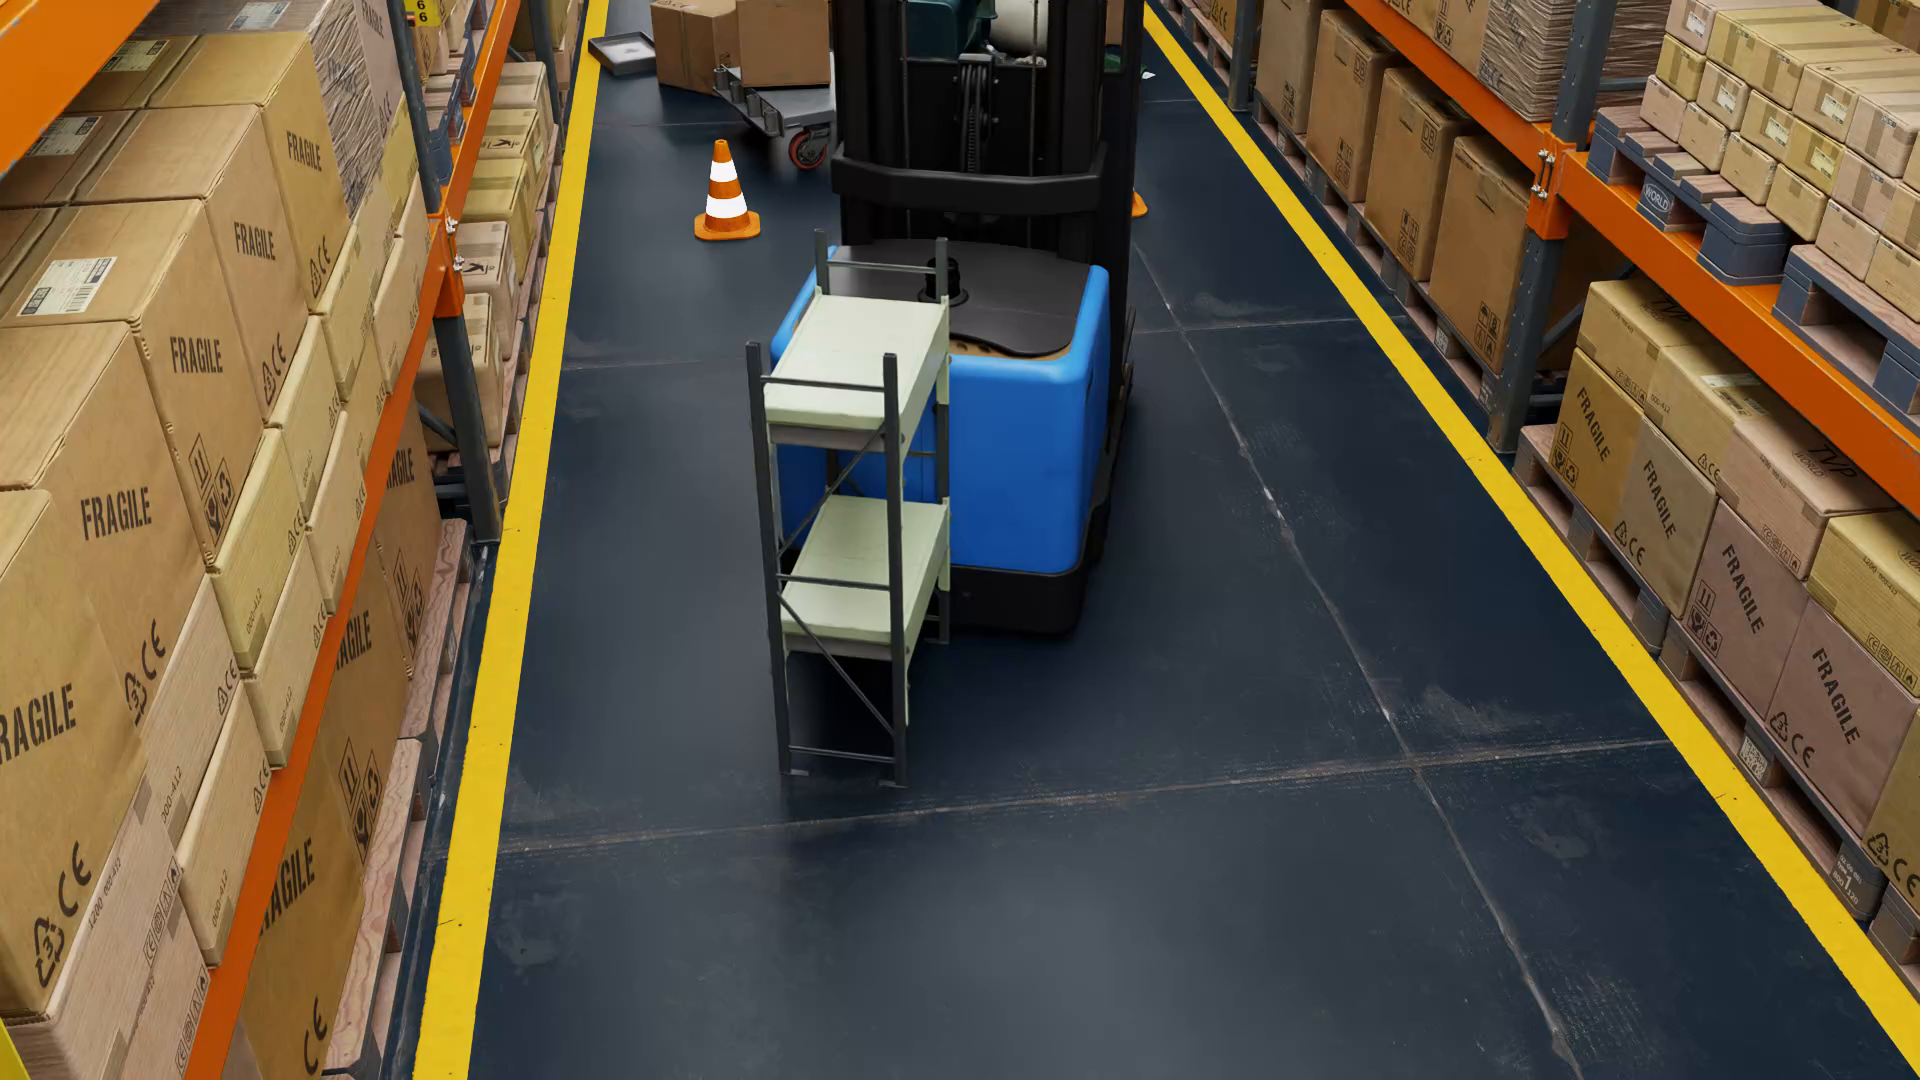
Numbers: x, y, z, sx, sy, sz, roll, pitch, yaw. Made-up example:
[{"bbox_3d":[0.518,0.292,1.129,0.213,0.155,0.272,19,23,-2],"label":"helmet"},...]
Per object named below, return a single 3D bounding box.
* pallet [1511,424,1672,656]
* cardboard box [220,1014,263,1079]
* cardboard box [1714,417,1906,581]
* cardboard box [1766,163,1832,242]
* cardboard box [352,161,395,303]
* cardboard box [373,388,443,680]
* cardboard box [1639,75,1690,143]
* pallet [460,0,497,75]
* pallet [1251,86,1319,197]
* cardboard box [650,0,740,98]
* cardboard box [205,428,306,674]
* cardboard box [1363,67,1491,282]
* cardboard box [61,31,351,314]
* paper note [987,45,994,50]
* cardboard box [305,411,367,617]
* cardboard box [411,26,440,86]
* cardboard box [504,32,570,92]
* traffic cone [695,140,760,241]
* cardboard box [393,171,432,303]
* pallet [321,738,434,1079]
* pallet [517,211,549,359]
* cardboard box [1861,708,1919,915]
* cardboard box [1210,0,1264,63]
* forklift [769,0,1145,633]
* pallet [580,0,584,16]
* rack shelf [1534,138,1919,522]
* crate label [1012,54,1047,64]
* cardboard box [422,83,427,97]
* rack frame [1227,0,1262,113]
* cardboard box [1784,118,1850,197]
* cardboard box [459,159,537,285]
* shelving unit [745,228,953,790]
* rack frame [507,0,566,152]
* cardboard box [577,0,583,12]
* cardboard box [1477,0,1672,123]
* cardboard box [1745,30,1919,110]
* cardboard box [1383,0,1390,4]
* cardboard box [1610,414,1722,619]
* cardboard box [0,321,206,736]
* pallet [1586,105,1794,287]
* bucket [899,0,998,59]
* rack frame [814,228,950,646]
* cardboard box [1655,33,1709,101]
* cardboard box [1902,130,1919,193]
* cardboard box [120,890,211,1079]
[{"bbox_3d":[2.771,-0.063,6.155,1.003,0.211,1.213,-4,35,-6],"label":"pallet"},{"bbox_3d":[-1.849,1.376,3.080,0.875,0.875,0.875,-3,34,-5],"label":"cardboard box"},{"bbox_3d":[2.642,-0.139,4.971,0.500,0.250,0.500,-4,34,-6],"label":"cardboard box"},{"bbox_3d":[2.638,-1.006,4.912,0.380,0.149,0.250,-3,34,-4],"label":"cardboard box"},{"bbox_3d":[-1.835,-0.828,4.491,0.500,0.250,0.500,-5,35,-8],"label":"cardboard box"},{"bbox_3d":[-2.214,-0.124,5.282,0.875,0.875,0.875,-5,35,-7],"label":"cardboard box"},{"bbox_3d":[2.527,-1.456,5.573,0.380,0.149,0.250,-5,35,-7],"label":"cardboard box"},{"bbox_3d":[-2.531,-2.243,7.047,1.003,0.211,1.213,-4,35,-6],"label":"pallet"},{"bbox_3d":[2.308,-2.306,9.447,1.003,0.211,1.213,-4,35,-6],"label":"pallet"},{"bbox_3d":[-1.558,-3.121,10.384,0.500,0.500,0.500,20,39,26],"label":"cardboard box"},{"bbox_3d":[-1.605,0.028,3.235,0.500,0.250,0.500,-4,34,-6],"label":"cardboard box"},{"bbox_3d":[2.554,-1.730,7.749,1.050,0.750,0.750,-4,34,-6],"label":"cardboard box"},{"bbox_3d":[-1.758,-0.843,3.846,0.500,0.500,0.500,-4,35,-6],"label":"cardboard box"},{"bbox_3d":[0.133,-3.273,11.032,0.172,0.023,0.155,7,35,10],"label":"paper note"},{"bbox_3d":[-1.666,-0.047,3.789,0.500,0.250,0.500,-5,35,-7],"label":"cardboard box"},{"bbox_3d":[-2.055,-1.827,5.541,0.500,0.500,0.500,-5,35,-8],"label":"cardboard box"},{"bbox_3d":[-2.574,-2.839,9.822,0.500,0.250,0.500,-6,35,-9],"label":"cardboard box"},{"bbox_3d":[-1.208,-1.818,8.507,0.336,0.463,0.334,-4,35,-6],"label":"traffic cone"},{"bbox_3d":[-1.899,-0.896,5.034,0.500,0.250,0.500,-6,35,-8],"label":"cardboard box"},{"bbox_3d":[-2.032,1.057,4.511,1.003,0.211,1.213,-4,35,-6],"label":"pallet"},{"bbox_3d":[-2.489,-1.183,7.799,1.003,0.211,1.213,-4,35,-6],"label":"pallet"},{"bbox_3d":[2.787,0.760,4.318,0.500,0.500,0.500,-5,35,-8],"label":"cardboard box"},{"bbox_3d":[2.114,-3.535,10.288,0.875,0.875,0.875,-4,34,-6],"label":"cardboard box"},{"bbox_3d":[0.137,-1.715,6.165,1.130,2.935,3.031,6,35,8],"label":"forklift"},{"bbox_3d":[-3.216,-4.034,11.982,1.003,0.211,1.213,-4,35,-6],"label":"pallet"},{"bbox_3d":[2.936,-0.238,4.575,1.077,0.370,4.000,-4,35,-6],"label":"rack shelf"},{"bbox_3d":[0.452,-2.953,10.461,0.250,0.136,0.298,27,43,34],"label":"crate label"},{"bbox_3d":[-2.088,-1.646,5.851,0.380,0.149,0.250,-6,35,-9],"label":"cardboard box"},{"bbox_3d":[2.129,-3.884,9.285,1.000,3.000,0.127,-4,35,-6],"label":"rack frame"},{"bbox_3d":[2.645,-1.119,4.814,0.380,0.149,0.250,-4,35,-6],"label":"cardboard box"},{"bbox_3d":[-2.494,-1.459,7.687,0.950,0.372,0.625,-3,34,-5],"label":"cardboard box"},{"bbox_3d":[-0.297,-0.079,5.034,0.431,1.500,0.755,6,35,8],"label":"shelving unit"},{"bbox_3d":[-2.762,-3.452,8.652,1.000,3.000,0.127,-4,35,-6],"label":"rack frame"},{"bbox_3d":[-2.787,-3.710,11.099,0.500,0.250,0.500,-6,35,-8],"label":"cardboard box"},{"bbox_3d":[2.341,-1.924,6.321,0.500,0.500,0.500,-4,35,-6],"label":"cardboard box"},{"bbox_3d":[2.605,-1.408,4.974,0.380,0.149,0.250,-5,35,-7],"label":"cardboard box"},{"bbox_3d":[2.135,-2.767,7.558,0.500,0.500,0.500,-4,34,-6],"label":"cardboard box"},{"bbox_3d":[2.581,-0.098,5.577,0.500,0.500,0.500,-4,34,-6],"label":"cardboard box"},{"bbox_3d":[-1.556,0.008,2.598,0.500,0.500,0.500,-5,35,-7],"label":"cardboard box"},{"bbox_3d":[2.869,-1.183,5.492,1.213,0.211,1.003,-4,35,-6],"label":"pallet"},{"bbox_3d":[-0.174,-3.060,9.634,0.726,0.611,0.620,7,45,10],"label":"bucket"},{"bbox_3d":[-0.234,-0.282,5.332,0.400,1.500,0.023,6,35,8],"label":"rack frame"},{"bbox_3d":[2.533,-1.559,5.461,0.380,0.149,0.250,-3,34,-4],"label":"cardboard box"},{"bbox_3d":[2.716,-0.961,4.319,0.380,0.149,0.250,-3,34,-5],"label":"cardboard box"},{"bbox_3d":[-1.484,0.808,2.533,0.500,0.250,0.500,-5,35,-7],"label":"cardboard box"}]
